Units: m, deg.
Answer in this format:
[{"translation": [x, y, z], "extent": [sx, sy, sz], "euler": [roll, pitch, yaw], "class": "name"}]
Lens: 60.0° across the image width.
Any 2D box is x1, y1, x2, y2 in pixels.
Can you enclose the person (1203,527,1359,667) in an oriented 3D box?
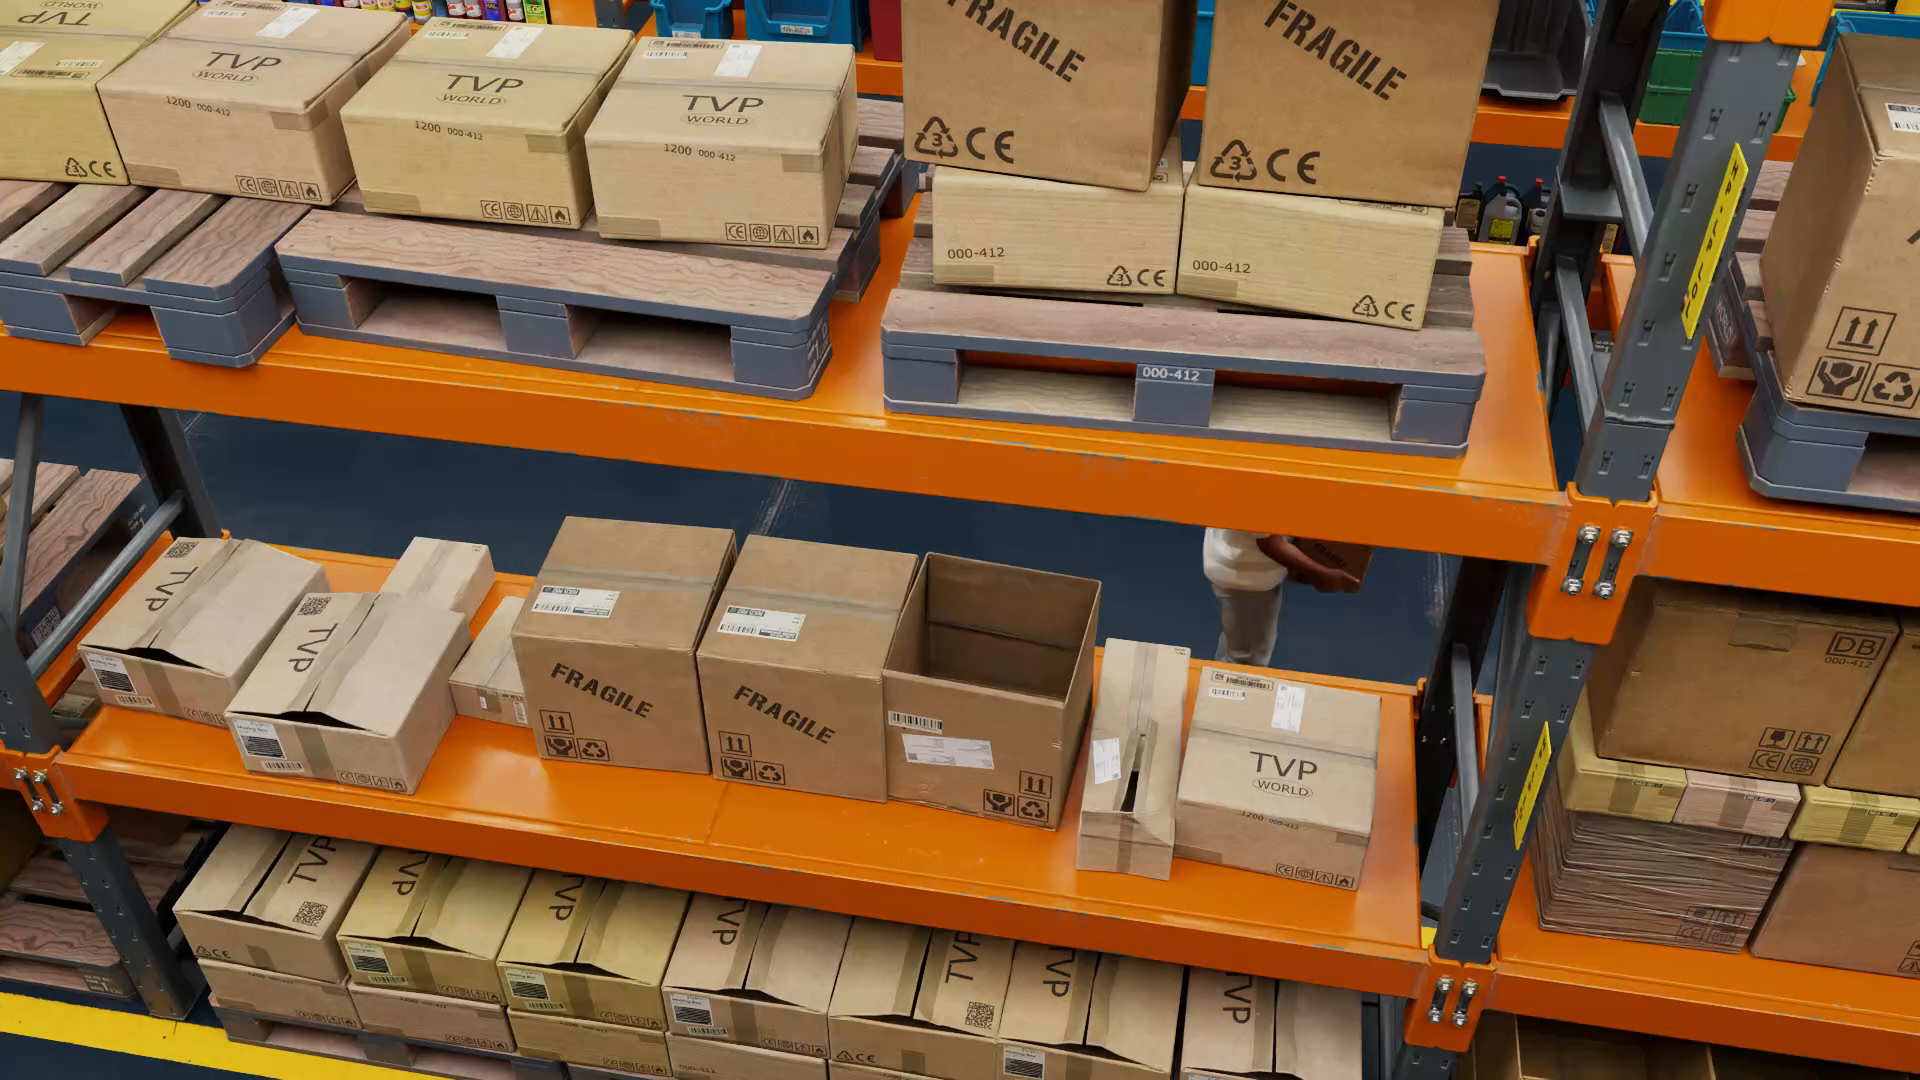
[{"translation": [1.153, 0.073, 6.052], "extent": [0.567, 1.769, 0.528], "euler": [6, 41, 7], "class": "person"}]
